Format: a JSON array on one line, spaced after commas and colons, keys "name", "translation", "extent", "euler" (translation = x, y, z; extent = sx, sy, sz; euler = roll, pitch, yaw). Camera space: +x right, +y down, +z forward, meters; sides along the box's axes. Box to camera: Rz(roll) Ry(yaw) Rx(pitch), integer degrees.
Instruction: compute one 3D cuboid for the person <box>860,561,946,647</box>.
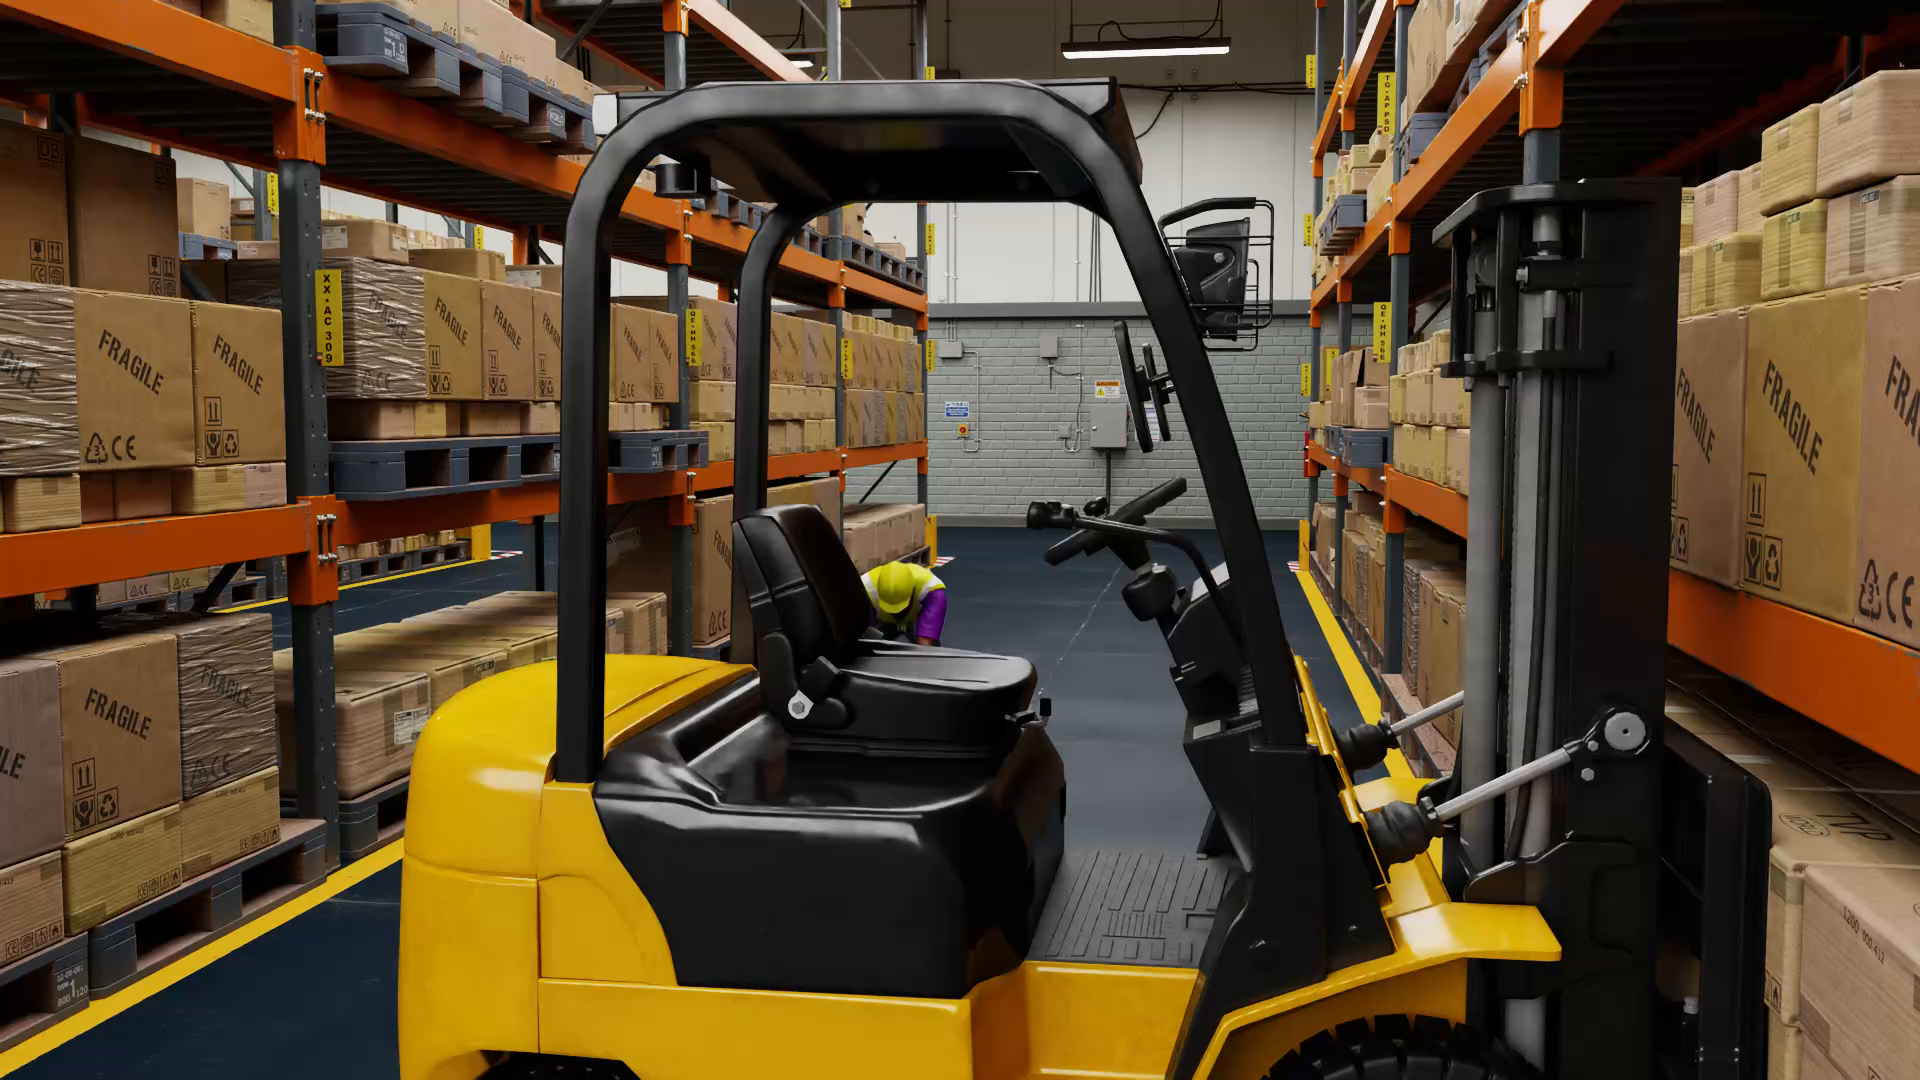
[{"name": "person", "translation": [-0.327, 0.529, 9.430], "extent": [0.534, 0.889, 0.933], "euler": [1, 4, 8]}]
